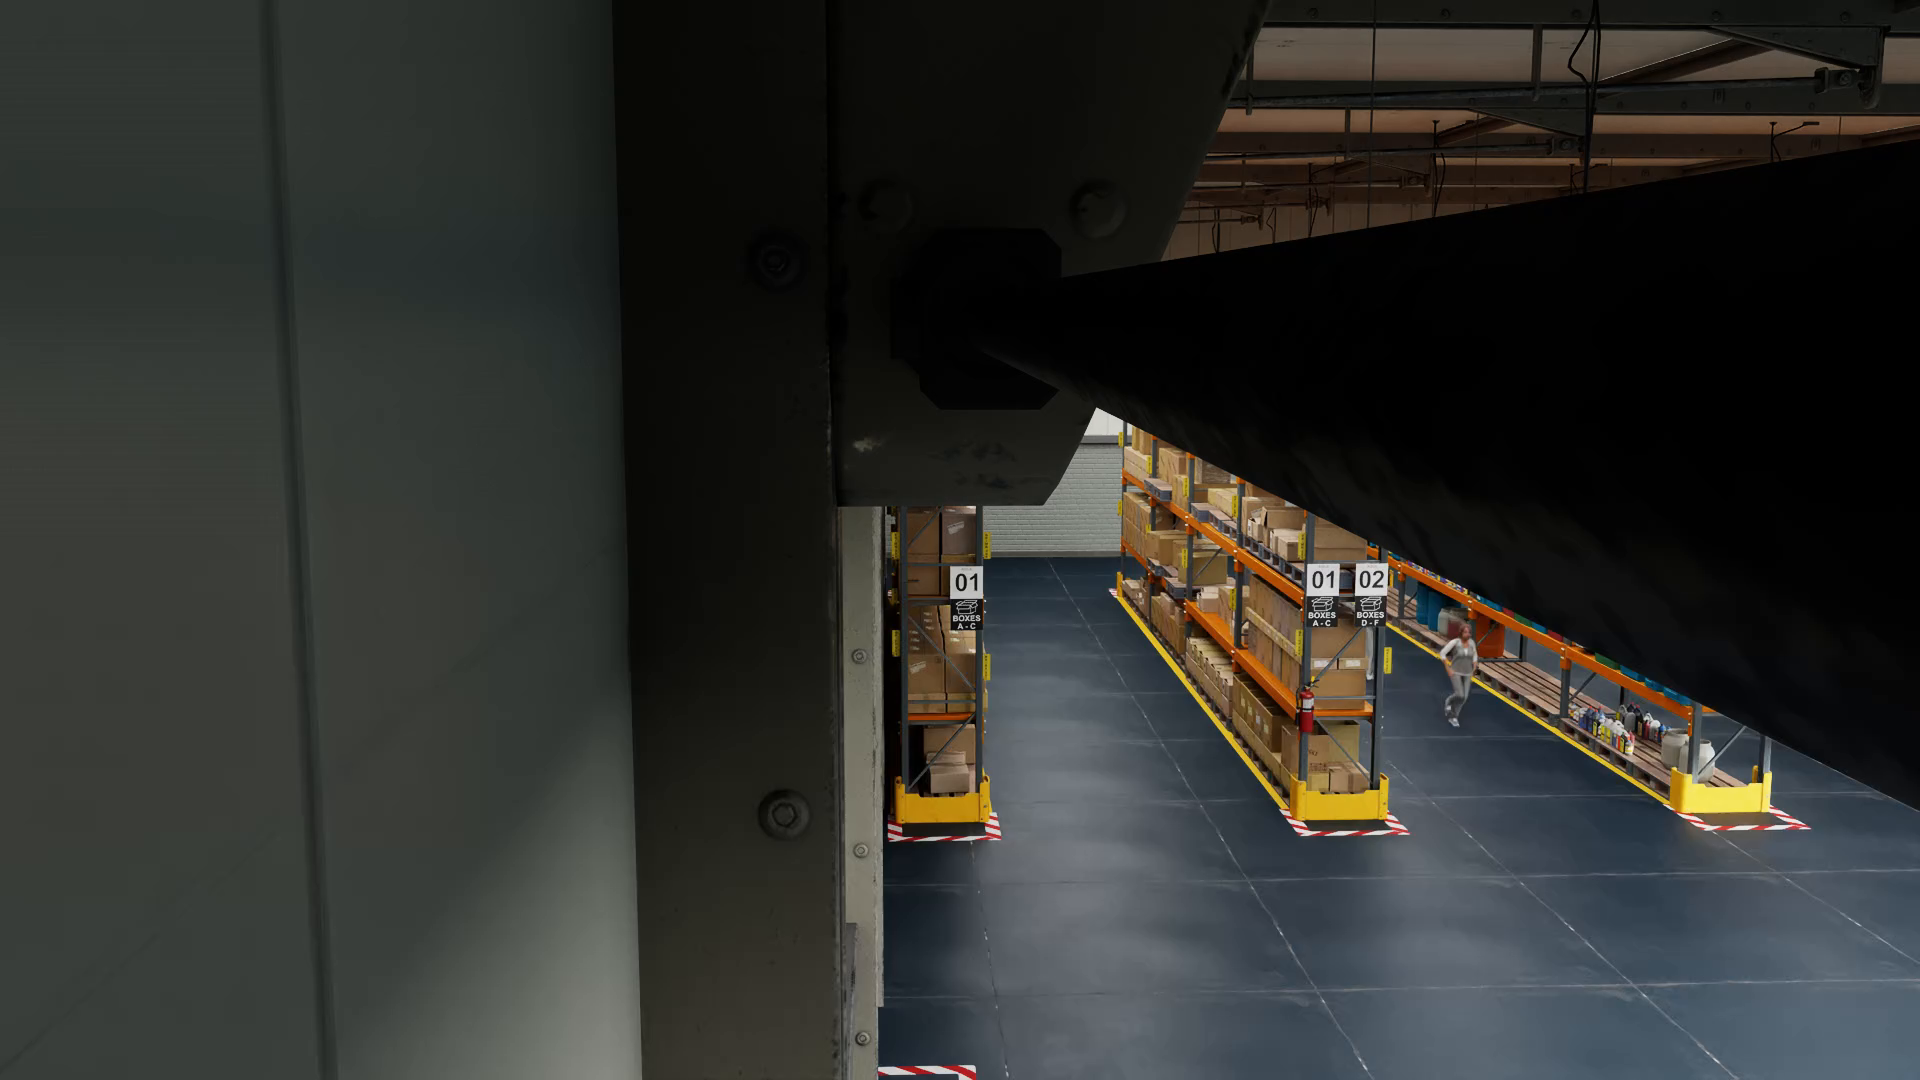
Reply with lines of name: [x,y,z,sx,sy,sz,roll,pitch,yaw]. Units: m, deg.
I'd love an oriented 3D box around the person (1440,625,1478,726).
person: [7.576,2.047,25.146,0.547,1.558,0.517,-1,8,-11]

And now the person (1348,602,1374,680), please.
person: [6.910,1.529,28.502,0.583,1.635,0.894,-2,8,-11]
